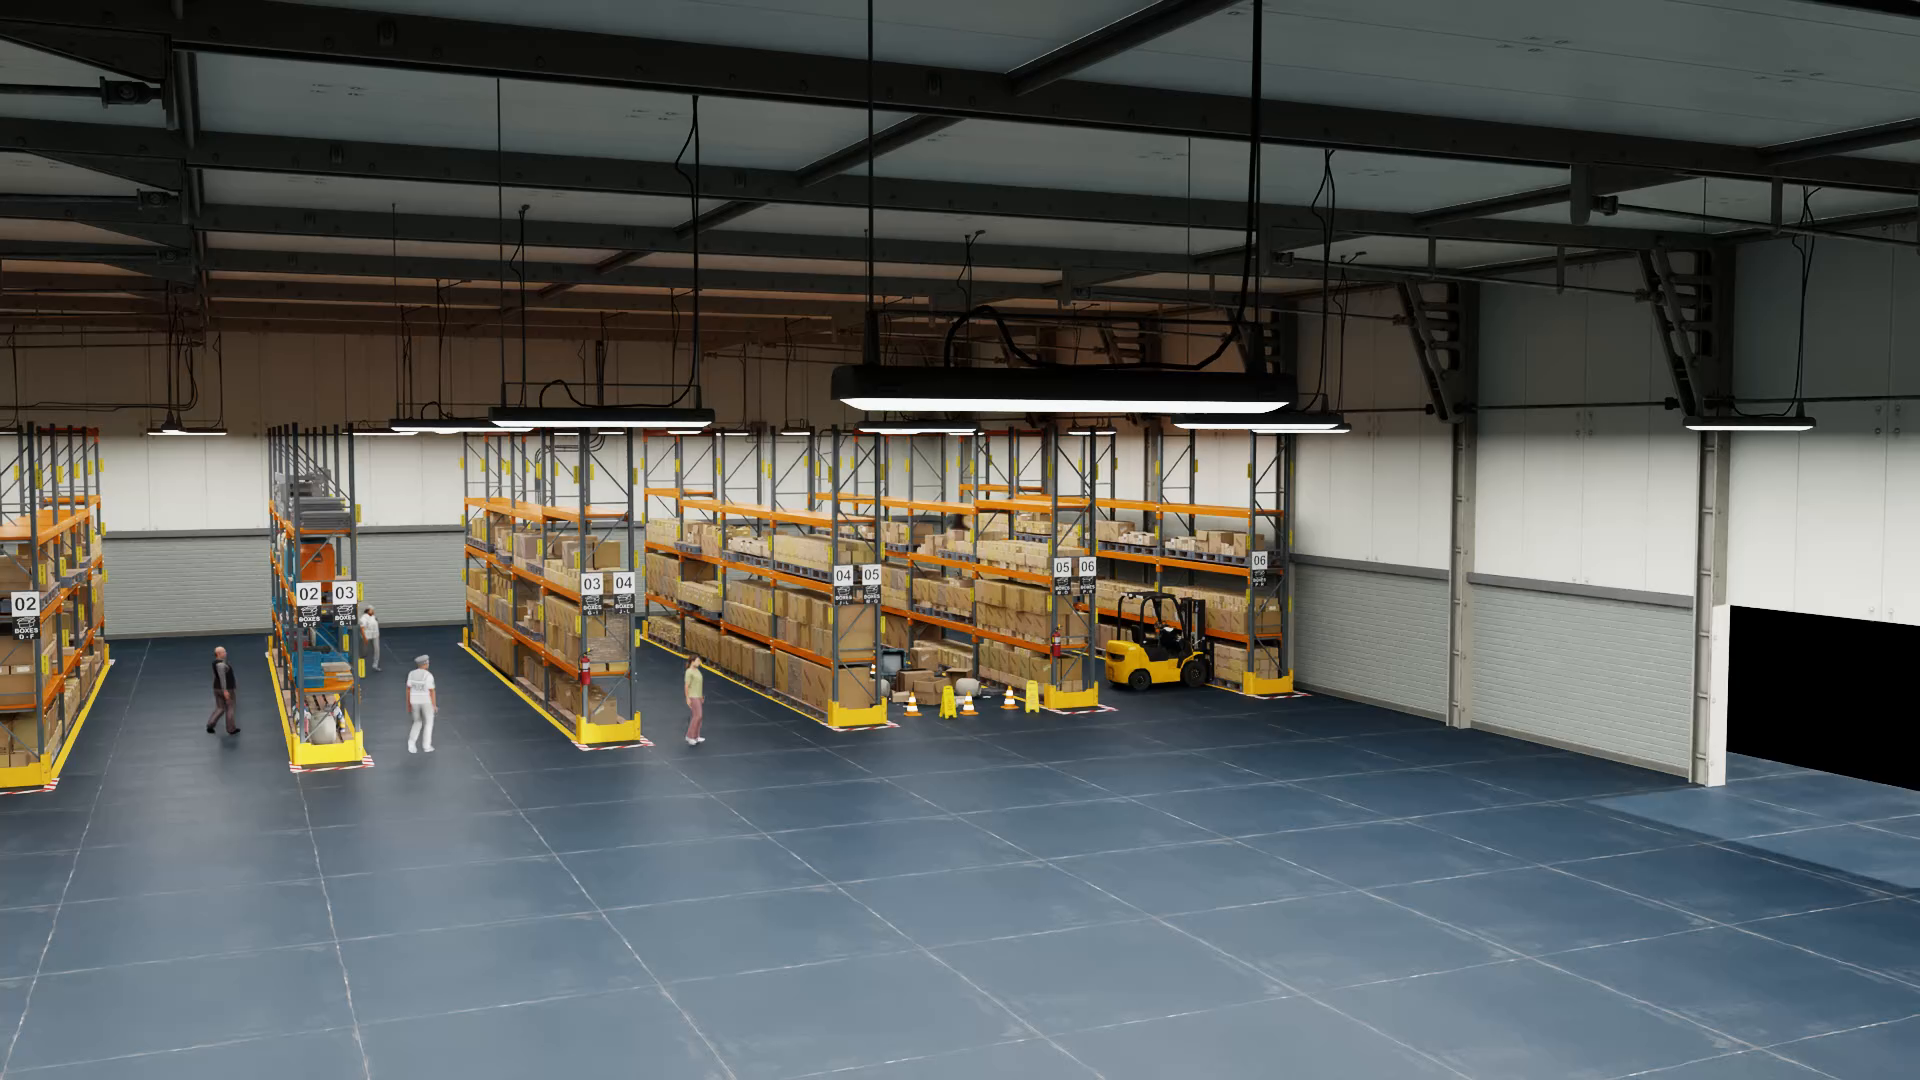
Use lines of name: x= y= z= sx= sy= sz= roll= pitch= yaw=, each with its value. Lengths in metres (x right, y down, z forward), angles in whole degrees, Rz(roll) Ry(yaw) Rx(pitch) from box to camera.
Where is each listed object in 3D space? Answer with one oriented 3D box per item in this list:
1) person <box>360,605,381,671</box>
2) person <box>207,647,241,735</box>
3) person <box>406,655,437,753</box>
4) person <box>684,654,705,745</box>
person: x=-14.554 y=2.402 z=40.981 sx=0.495 sy=1.615 sz=0.881 roll=-2 pitch=4 yaw=-35
person: x=-14.224 y=2.917 z=32.101 sx=0.517 sy=1.716 sz=0.678 roll=2 pitch=4 yaw=32
person: x=-9.800 y=2.987 z=30.260 sx=0.587 sy=1.787 sz=0.498 roll=1 pitch=4 yaw=9
person: x=-4.991 y=2.987 z=31.296 sx=0.388 sy=1.689 sz=0.505 roll=1 pitch=4 yaw=13
